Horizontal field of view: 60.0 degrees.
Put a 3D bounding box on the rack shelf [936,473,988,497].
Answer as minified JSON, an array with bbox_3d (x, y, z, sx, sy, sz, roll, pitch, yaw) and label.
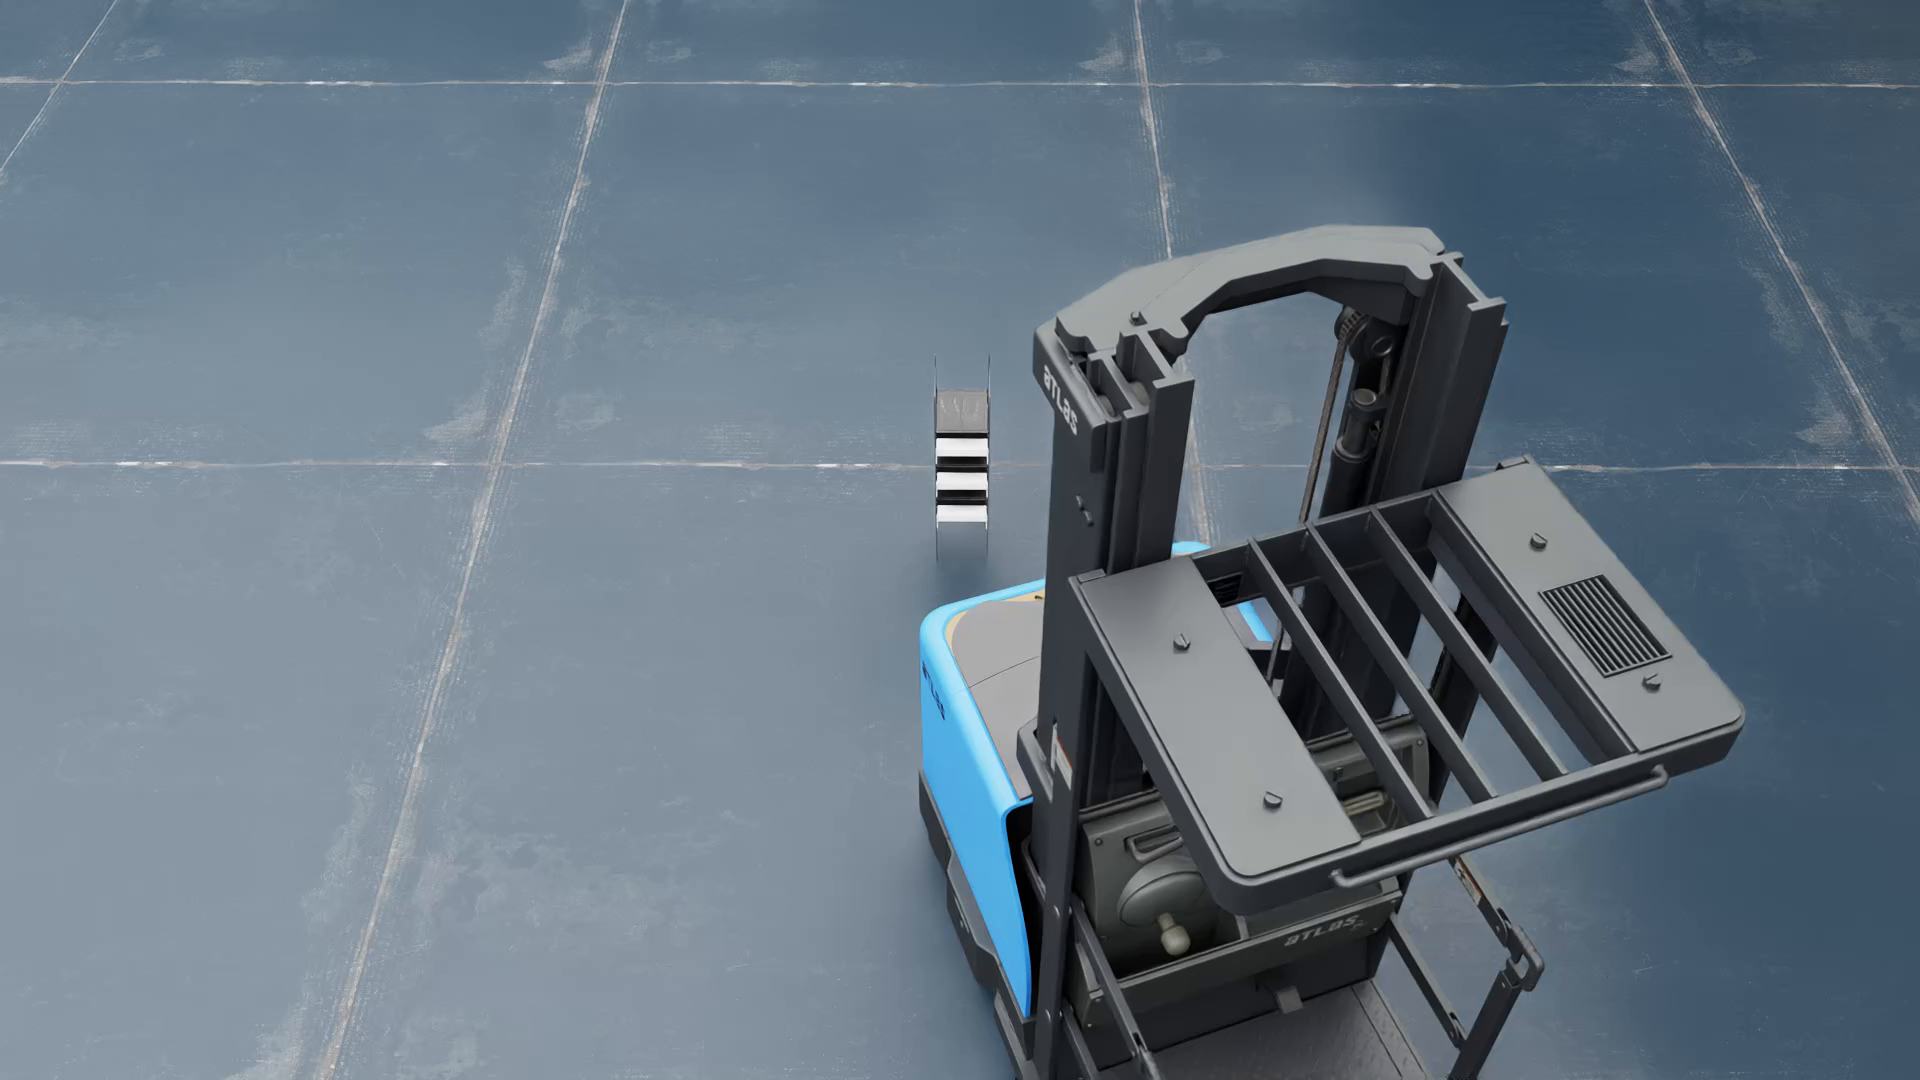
[{"bbox_3d":[0.008,-0.284,6.526,0.200,0.077,0.258,0,47,0],"label":"rack shelf"}]

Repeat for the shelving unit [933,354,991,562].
[{"bbox_3d":[0.008,-0.307,6.501,0.210,0.900,0.258,0,47,0],"label":"shelving unit"}]

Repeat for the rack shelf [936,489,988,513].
[{"bbox_3d":[0.008,-0.223,6.592,0.200,0.077,0.258,0,47,0],"label":"rack shelf"}]

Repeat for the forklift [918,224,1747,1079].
[{"bbox_3d":[0.830,0.854,4.033,1.130,2.935,3.031,-15,49,-13],"label":"forklift"}]

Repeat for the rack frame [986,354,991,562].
[{"bbox_3d":[0.110,-0.306,6.501,0.006,0.900,0.240,0,47,0],"label":"rack frame"}]

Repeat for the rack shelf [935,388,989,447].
[{"bbox_3d":[0.008,-0.468,6.328,0.200,0.077,0.258,0,47,0],"label":"rack shelf"}]

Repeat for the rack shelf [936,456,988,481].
[{"bbox_3d":[0.008,-0.345,6.460,0.200,0.077,0.258,0,47,0],"label":"rack shelf"}]

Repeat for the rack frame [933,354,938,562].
[{"bbox_3d":[-0.094,-0.307,6.502,0.006,0.900,0.240,0,47,0],"label":"rack frame"}]

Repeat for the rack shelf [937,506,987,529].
[{"bbox_3d":[0.008,-0.161,6.658,0.200,0.077,0.258,0,47,0],"label":"rack shelf"}]

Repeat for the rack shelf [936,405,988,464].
[{"bbox_3d":[0.008,-0.406,6.394,0.200,0.077,0.258,0,47,0],"label":"rack shelf"}]
